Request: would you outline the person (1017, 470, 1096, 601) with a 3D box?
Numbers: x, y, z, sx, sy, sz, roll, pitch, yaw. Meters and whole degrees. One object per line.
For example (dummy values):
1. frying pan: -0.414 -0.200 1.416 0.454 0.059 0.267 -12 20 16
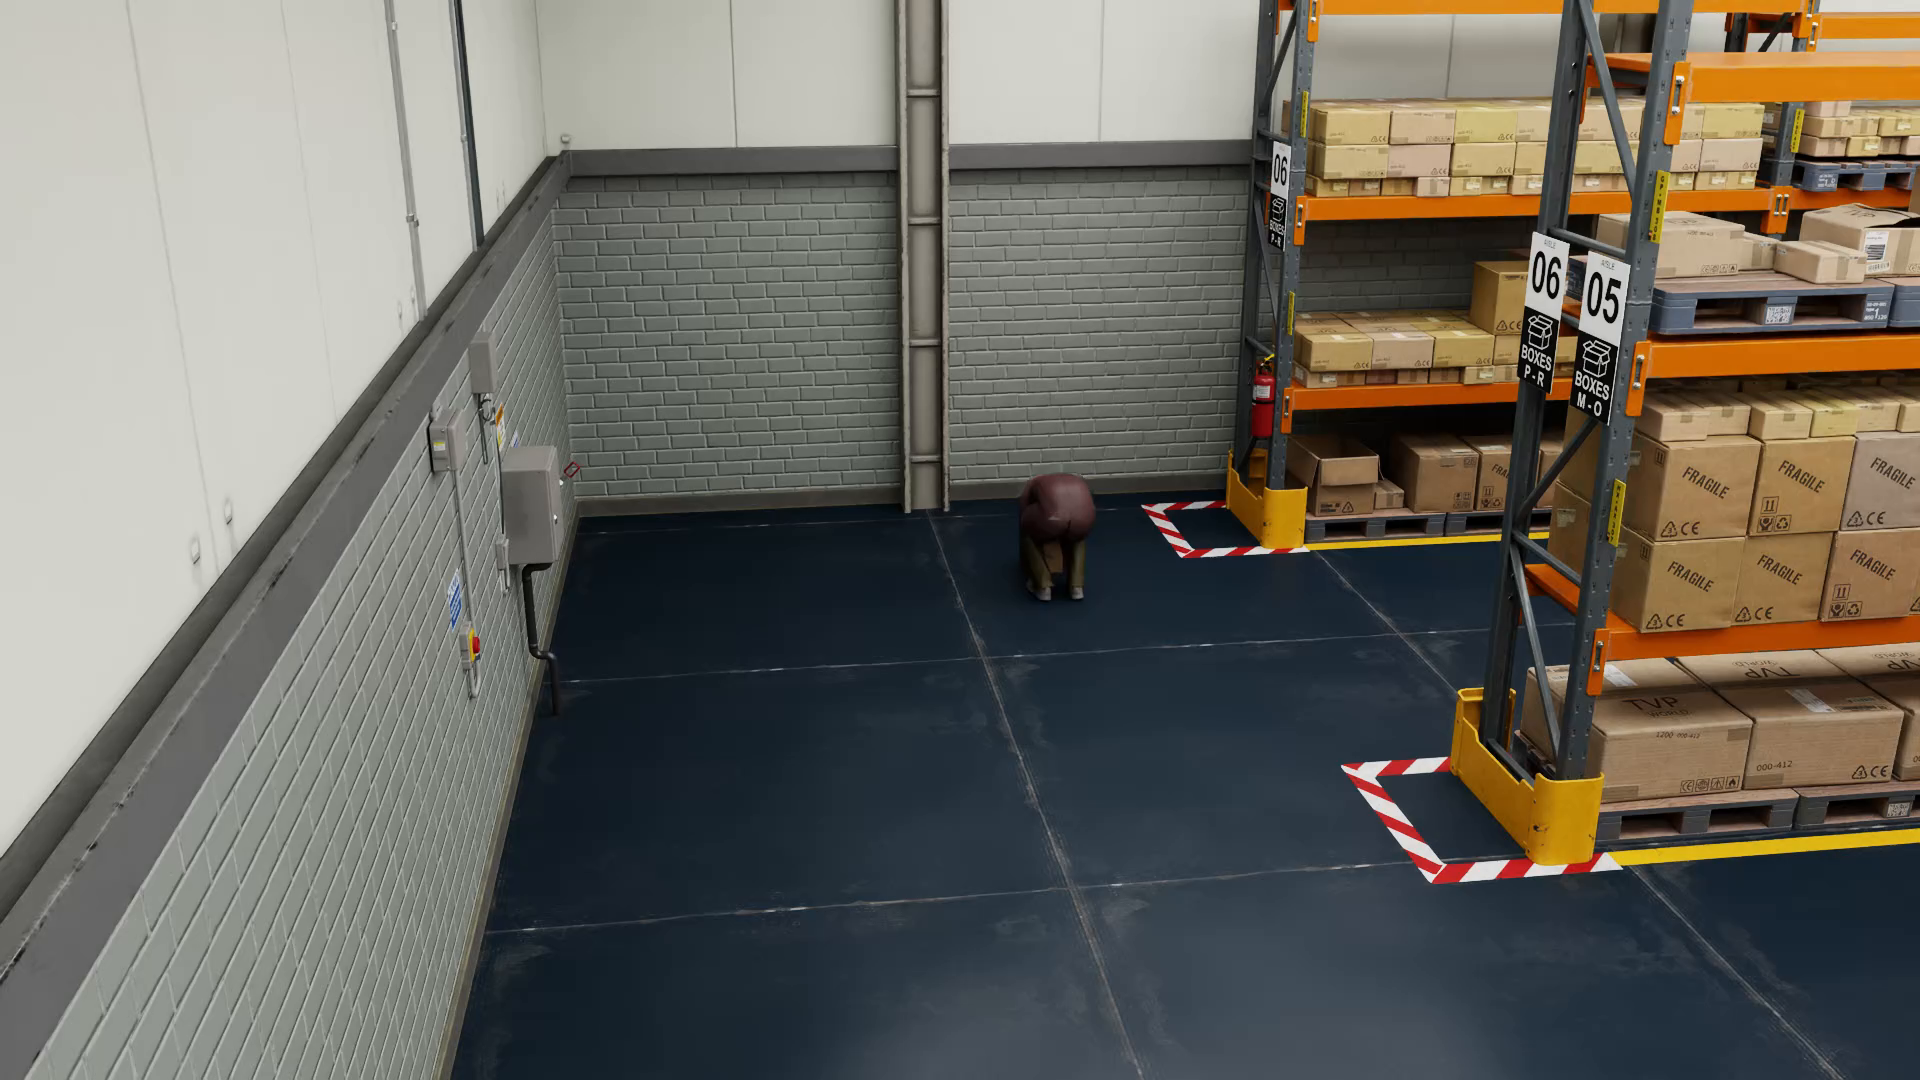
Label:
1. person: 0.709 -0.106 12.587 0.594 0.966 0.944 -4 20 -10
